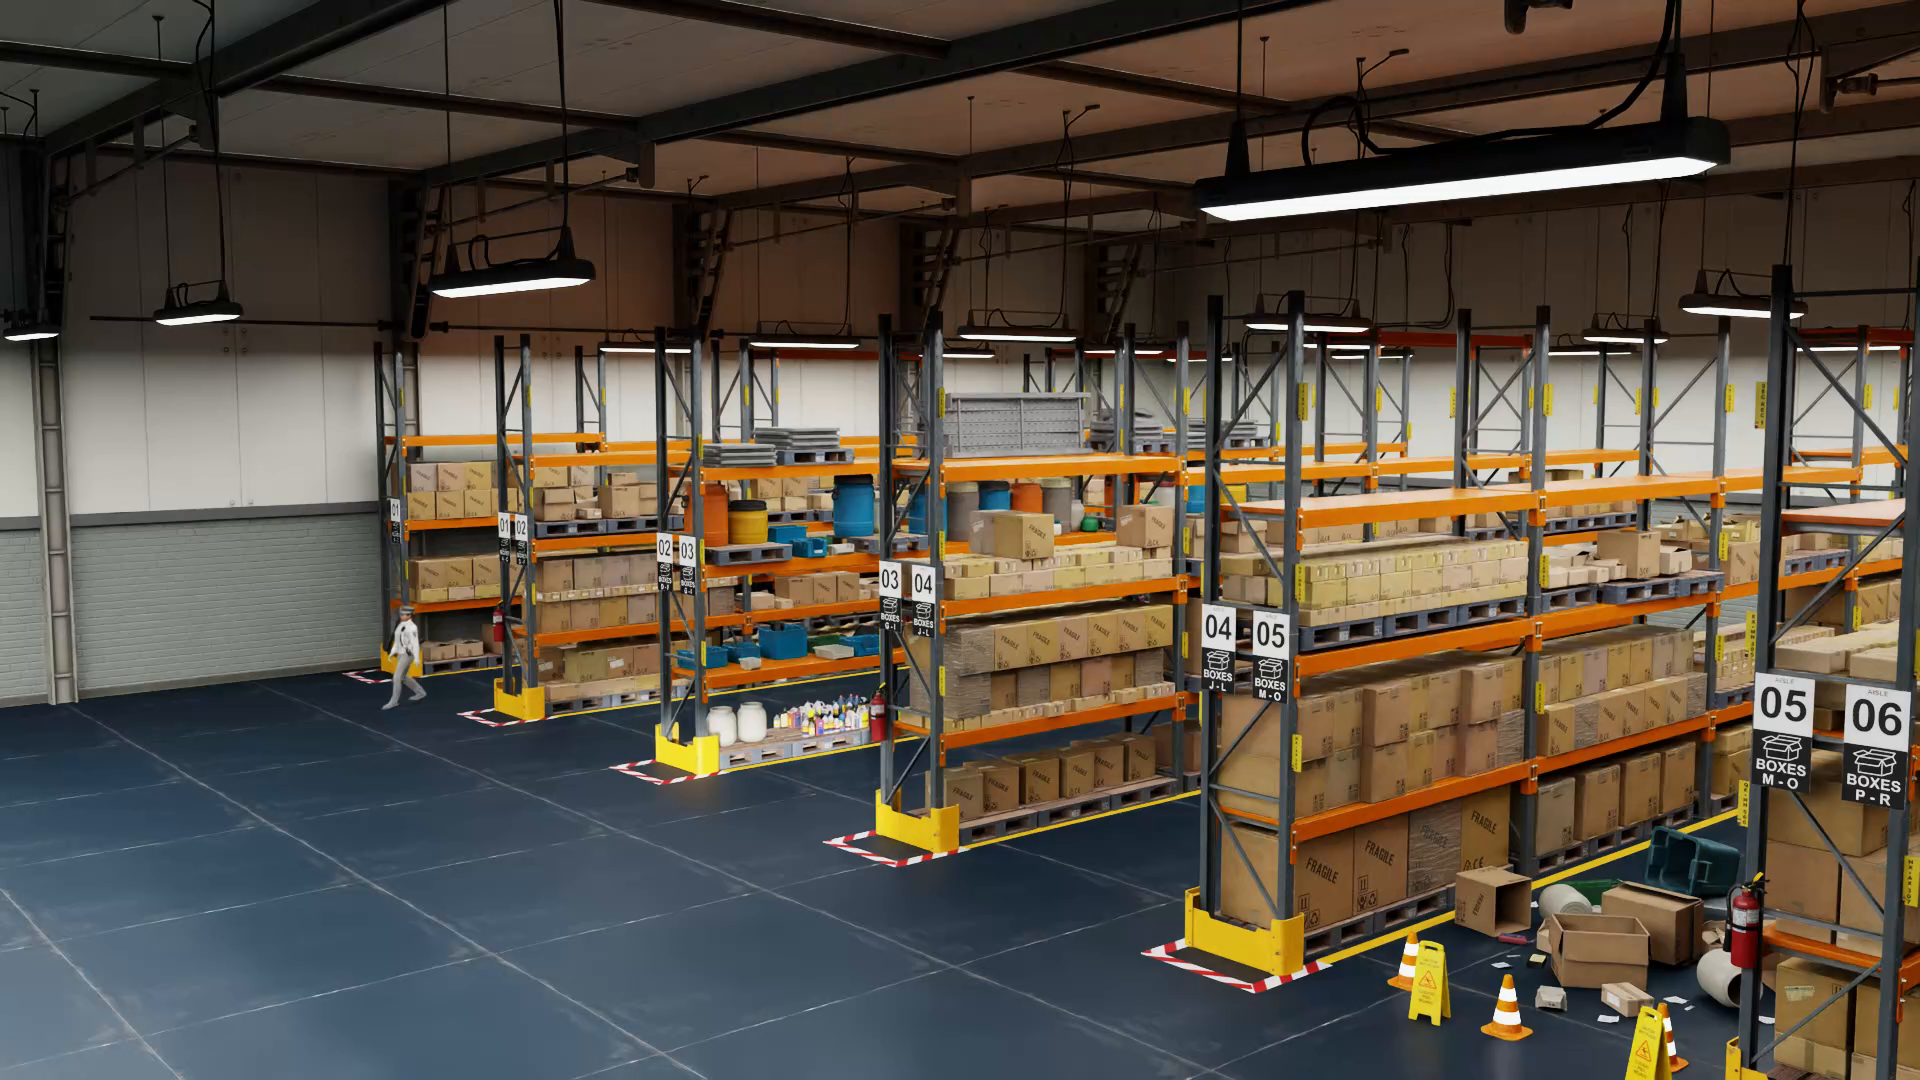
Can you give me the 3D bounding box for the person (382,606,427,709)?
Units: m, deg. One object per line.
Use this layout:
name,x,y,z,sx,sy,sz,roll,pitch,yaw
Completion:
person,-9.051,1.891,27.084,0.776,1.652,0.564,-5,7,-43

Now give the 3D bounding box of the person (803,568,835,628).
person,-2.943,1.247,33.932,0.552,1.612,1.058,4,7,41
